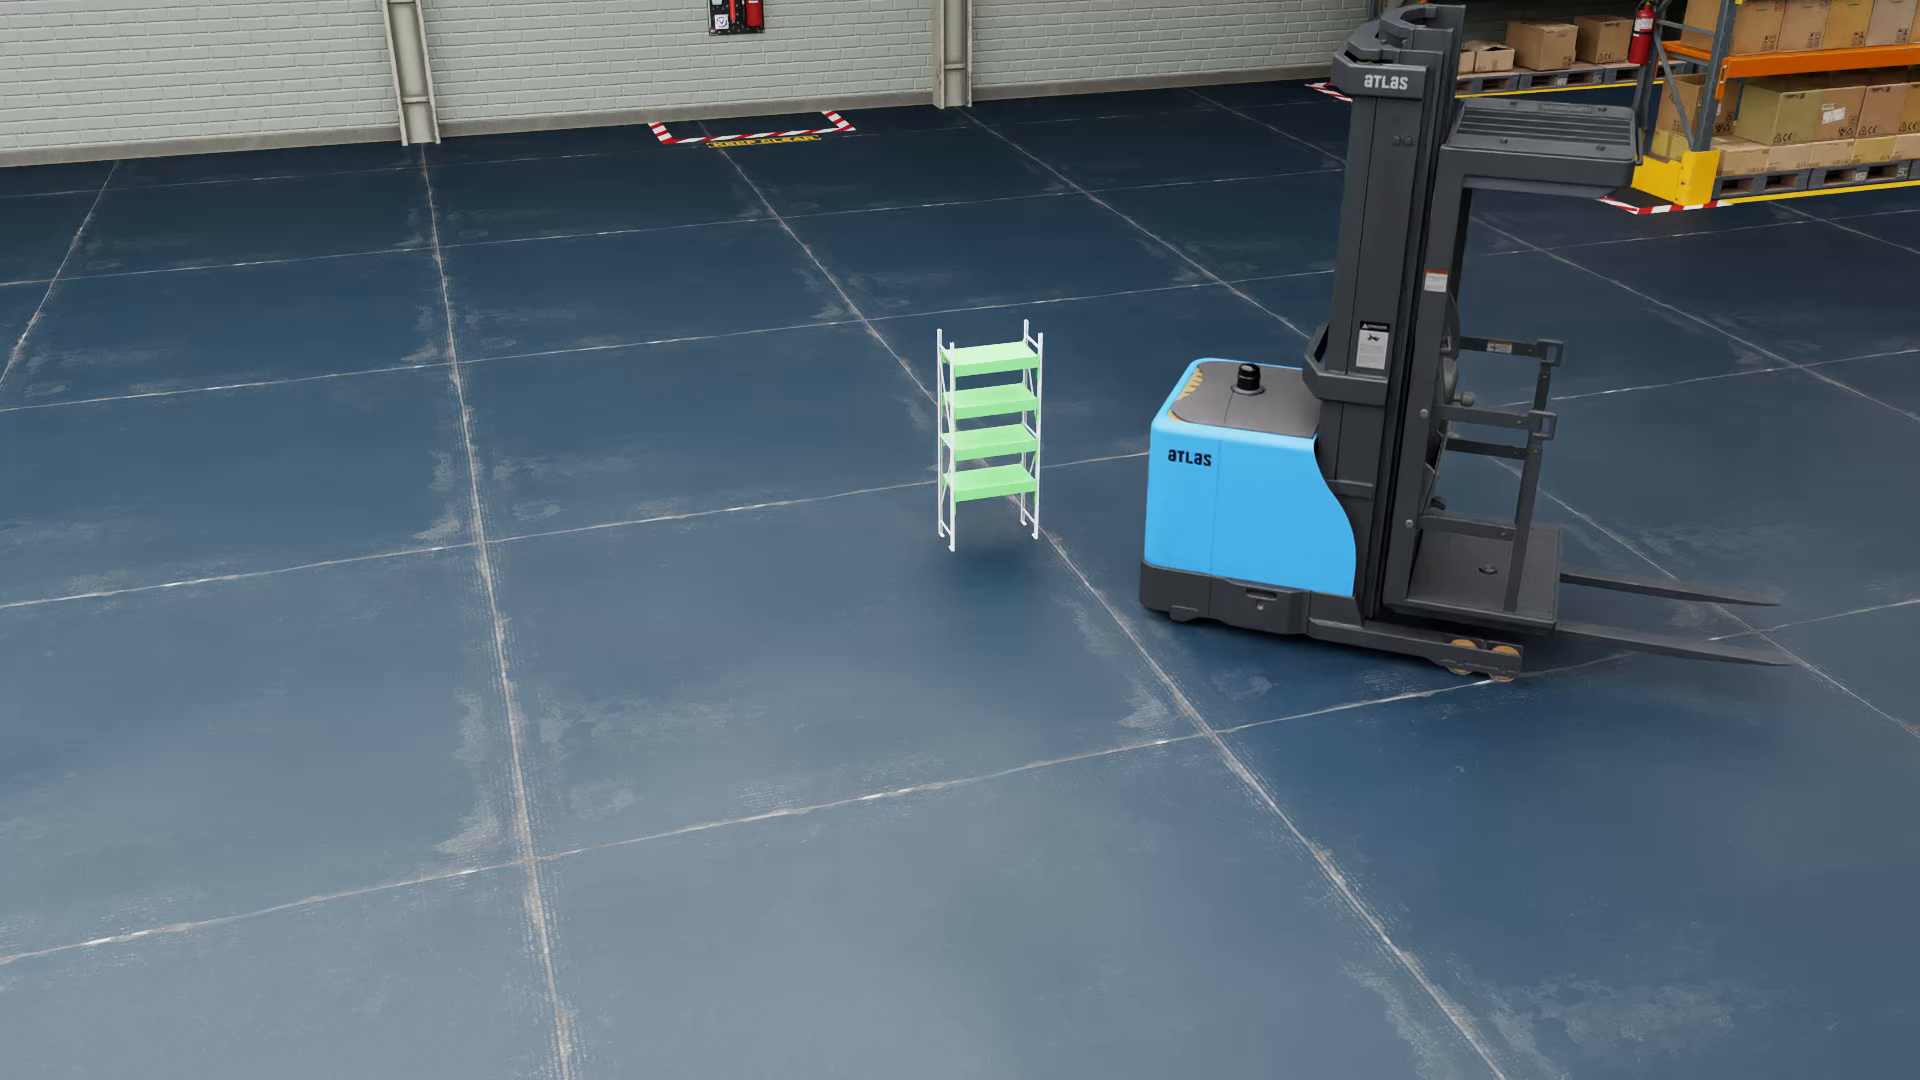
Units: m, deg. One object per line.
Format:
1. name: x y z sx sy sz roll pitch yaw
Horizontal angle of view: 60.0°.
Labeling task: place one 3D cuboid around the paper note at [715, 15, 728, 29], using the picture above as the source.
1. paper note: -2.644 -5.748 18.446 0.142 0.148 0.016 -8 28 -16

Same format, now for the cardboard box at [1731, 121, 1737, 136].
1. cardboard box: 7.643 -3.962 16.476 0.500 0.250 0.500 -8 28 -16

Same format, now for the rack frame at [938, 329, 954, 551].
1. rack frame: -0.075 -0.527 8.961 0.015 1.200 0.240 -8 28 -16

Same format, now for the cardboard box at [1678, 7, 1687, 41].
1. cardboard box: 9.713 -6.563 21.413 0.500 0.500 0.700 -7 27 -14

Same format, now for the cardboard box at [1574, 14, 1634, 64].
1. cardboard box: 8.044 -6.295 20.873 0.500 0.500 0.500 -10 28 -20

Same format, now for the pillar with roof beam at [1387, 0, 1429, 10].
1. pillar with roof beam: 6.946 -8.155 15.557 0.400 9.000 9.100 -8 28 -16

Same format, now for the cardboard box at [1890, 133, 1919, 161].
1. cardboard box: 9.233 -3.944 16.440 0.500 0.250 0.500 -8 28 -16

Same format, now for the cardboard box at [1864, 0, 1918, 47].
1. cardboard box: 8.672 -5.050 15.937 0.500 0.500 0.700 -7 27 -15

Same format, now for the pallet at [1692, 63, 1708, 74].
1. pallet: 9.758 -6.236 21.574 1.213 0.211 1.003 -8 28 -16

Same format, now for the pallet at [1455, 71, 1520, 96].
1. pallet: 6.071 -5.685 20.463 1.213 0.211 1.003 -8 28 -16

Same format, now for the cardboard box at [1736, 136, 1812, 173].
1. cardboard box: 7.806 -3.739 16.028 0.500 0.250 0.500 -8 28 -16

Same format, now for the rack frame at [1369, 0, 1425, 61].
1. rack frame: 5.215 -6.826 19.627 0.127 3.000 1.000 -8 28 -16

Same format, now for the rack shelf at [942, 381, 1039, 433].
1. rack shelf: 0.157 -0.718 8.951 0.480 0.148 0.258 -8 28 -16

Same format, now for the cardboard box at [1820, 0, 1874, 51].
1. cardboard box: 8.172 -4.976 15.788 0.500 0.500 0.700 -8 28 -16

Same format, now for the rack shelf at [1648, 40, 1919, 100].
1. rack shelf: 8.654 -4.686 16.124 4.000 0.370 1.077 -8 28 -16

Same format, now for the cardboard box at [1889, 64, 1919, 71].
1. cardboard box: 9.545 -4.572 16.863 0.500 0.500 0.500 -8 28 -16

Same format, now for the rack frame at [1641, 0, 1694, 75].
1. rack frame: 9.018 -7.377 20.736 0.127 3.000 1.000 -8 28 -16

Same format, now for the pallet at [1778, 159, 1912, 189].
1. pallet: 8.625 -3.773 16.612 1.213 0.211 1.003 -8 28 -16

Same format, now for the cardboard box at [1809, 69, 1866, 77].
1. cardboard box: 8.592 -4.437 16.590 0.500 0.500 0.500 -8 28 -16

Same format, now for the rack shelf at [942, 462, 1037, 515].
1. rack shelf: 0.157 -0.288 9.164 0.480 0.148 0.258 -8 28 -16

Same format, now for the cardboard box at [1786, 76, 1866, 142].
1. cardboard box: 8.278 -4.149 16.010 0.500 0.500 0.500 -8 28 -16

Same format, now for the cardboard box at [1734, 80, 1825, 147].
1. cardboard box: 7.806 -4.074 15.860 0.500 0.500 0.500 -8 28 -16

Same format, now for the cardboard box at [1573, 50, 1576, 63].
1. cardboard box: 7.491 -6.086 20.846 0.250 0.149 0.380 -11 28 -20

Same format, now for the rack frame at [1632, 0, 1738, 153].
1. rack frame: 6.753 -4.732 15.409 0.127 3.000 1.000 -8 28 -16

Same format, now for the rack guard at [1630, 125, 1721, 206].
1. rack guard: 6.730 -3.609 15.958 0.348 0.500 1.175 -8 28 -16

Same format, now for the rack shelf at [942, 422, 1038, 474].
1. rack shelf: 0.157 -0.503 9.058 0.480 0.148 0.258 -8 28 -16

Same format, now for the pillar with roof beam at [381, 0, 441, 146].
1. pillar with roof beam: -4.464 -6.503 12.229 0.400 9.000 9.100 -8 28 -16

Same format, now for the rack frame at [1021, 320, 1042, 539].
1. rack frame: 0.389 -0.594 9.097 0.015 1.200 0.240 -8 28 -16

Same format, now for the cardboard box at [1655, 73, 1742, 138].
1. cardboard box: 7.170 -4.224 16.163 0.500 0.500 0.500 -8 28 -16

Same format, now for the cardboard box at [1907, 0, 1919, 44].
1. cardboard box: 9.158 -5.121 16.080 0.500 0.500 0.700 -8 27 -15

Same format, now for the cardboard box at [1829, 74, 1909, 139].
1. cardboard box: 8.758 -4.210 16.134 0.500 0.500 0.500 -8 28 -16

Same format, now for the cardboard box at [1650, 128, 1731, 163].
1. cardboard box: 7.171 -3.888 16.328 0.500 0.250 0.500 -8 28 -16

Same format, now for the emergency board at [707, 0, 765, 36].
1. emergency board: -2.454 -6.138 18.241 0.643 1.169 0.194 -8 28 -16

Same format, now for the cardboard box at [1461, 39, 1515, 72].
1. cardboard box: 6.443 -5.955 20.400 0.500 0.311 0.500 -6 27 -12

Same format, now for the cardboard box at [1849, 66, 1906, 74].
1. cardboard box: 9.067 -4.506 16.730 0.500 0.500 0.500 -8 28 -16

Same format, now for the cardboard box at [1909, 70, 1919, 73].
1. cardboard box: 9.704 -4.355 16.426 0.500 0.500 0.500 -8 28 -16

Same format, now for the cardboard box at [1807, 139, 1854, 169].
1. cardboard box: 8.281 -3.808 16.167 0.500 0.250 0.500 -8 28 -16

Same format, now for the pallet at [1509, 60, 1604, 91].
1. pallet: 7.229 -5.851 20.798 1.213 0.211 1.003 -8 28 -16

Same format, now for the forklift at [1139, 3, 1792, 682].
1. forklift: 2.485 -0.907 7.781 3.031 2.935 1.130 9 28 17

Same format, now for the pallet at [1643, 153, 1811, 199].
1. pallet: 7.467 -3.606 16.277 1.213 0.211 1.003 -8 28 -16

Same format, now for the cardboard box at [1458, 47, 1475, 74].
1. cardboard box: 5.901 -5.876 20.242 0.500 0.311 0.500 -12 29 -22

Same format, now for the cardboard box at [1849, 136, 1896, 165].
1. cardboard box: 8.758 -3.875 16.301 0.500 0.250 0.500 -8 28 -16

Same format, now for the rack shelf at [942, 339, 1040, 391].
1. rack shelf: 0.157 -0.933 8.844 0.480 0.148 0.258 -8 28 -16

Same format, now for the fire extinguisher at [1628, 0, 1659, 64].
1. fire extinguisher: 6.496 -4.878 15.789 0.183 0.674 0.296 -8 28 -16

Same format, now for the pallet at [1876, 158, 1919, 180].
1. pallet: 9.787 -3.942 16.954 1.213 0.211 1.003 -8 28 -16

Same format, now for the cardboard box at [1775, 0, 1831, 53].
1. cardboard box: 7.698 -4.910 15.655 0.500 0.500 0.700 -8 27 -15

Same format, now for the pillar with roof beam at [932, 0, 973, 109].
1. pillar with roof beam: 1.241 -7.329 13.893 0.400 9.000 9.100 -8 28 -16

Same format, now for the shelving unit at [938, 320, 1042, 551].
1. shelving unit: 0.157 -0.560 9.029 0.503 1.200 0.258 -8 28 -16

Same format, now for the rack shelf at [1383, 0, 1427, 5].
1. rack shelf: 7.117 -6.780 20.342 4.000 0.370 1.077 -8 28 -16

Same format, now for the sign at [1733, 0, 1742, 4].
1. sign: 6.919 -4.920 14.725 0.005 0.325 0.100 -8 28 -16

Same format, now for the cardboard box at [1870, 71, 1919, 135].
1. cardboard box: 9.229 -4.285 16.284 0.500 0.500 0.500 -8 28 -16

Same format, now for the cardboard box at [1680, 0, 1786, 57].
1. cardboard box: 7.200 -4.836 15.505 0.500 0.500 0.700 -8 28 -16

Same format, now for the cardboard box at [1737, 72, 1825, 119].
1. cardboard box: 8.117 -4.368 16.452 0.500 0.500 0.500 -8 28 -16

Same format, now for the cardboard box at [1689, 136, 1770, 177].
1. cardboard box: 7.331 -3.669 15.886 0.500 0.250 0.500 -8 28 -16

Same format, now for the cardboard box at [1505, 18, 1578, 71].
1. cardboard box: 7.156 -6.119 20.519 0.500 0.500 0.700 -10 28 -19

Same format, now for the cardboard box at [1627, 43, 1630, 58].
1. cardboard box: 8.519 -6.219 21.095 0.250 0.166 0.380 -12 29 -23

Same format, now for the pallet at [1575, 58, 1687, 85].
1. pallet: 8.391 -6.021 21.140 1.213 0.211 1.003 -8 28 -16

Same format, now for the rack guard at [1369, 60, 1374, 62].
1. rack guard: 5.287 -5.717 20.204 0.348 0.500 1.175 -8 28 -16
